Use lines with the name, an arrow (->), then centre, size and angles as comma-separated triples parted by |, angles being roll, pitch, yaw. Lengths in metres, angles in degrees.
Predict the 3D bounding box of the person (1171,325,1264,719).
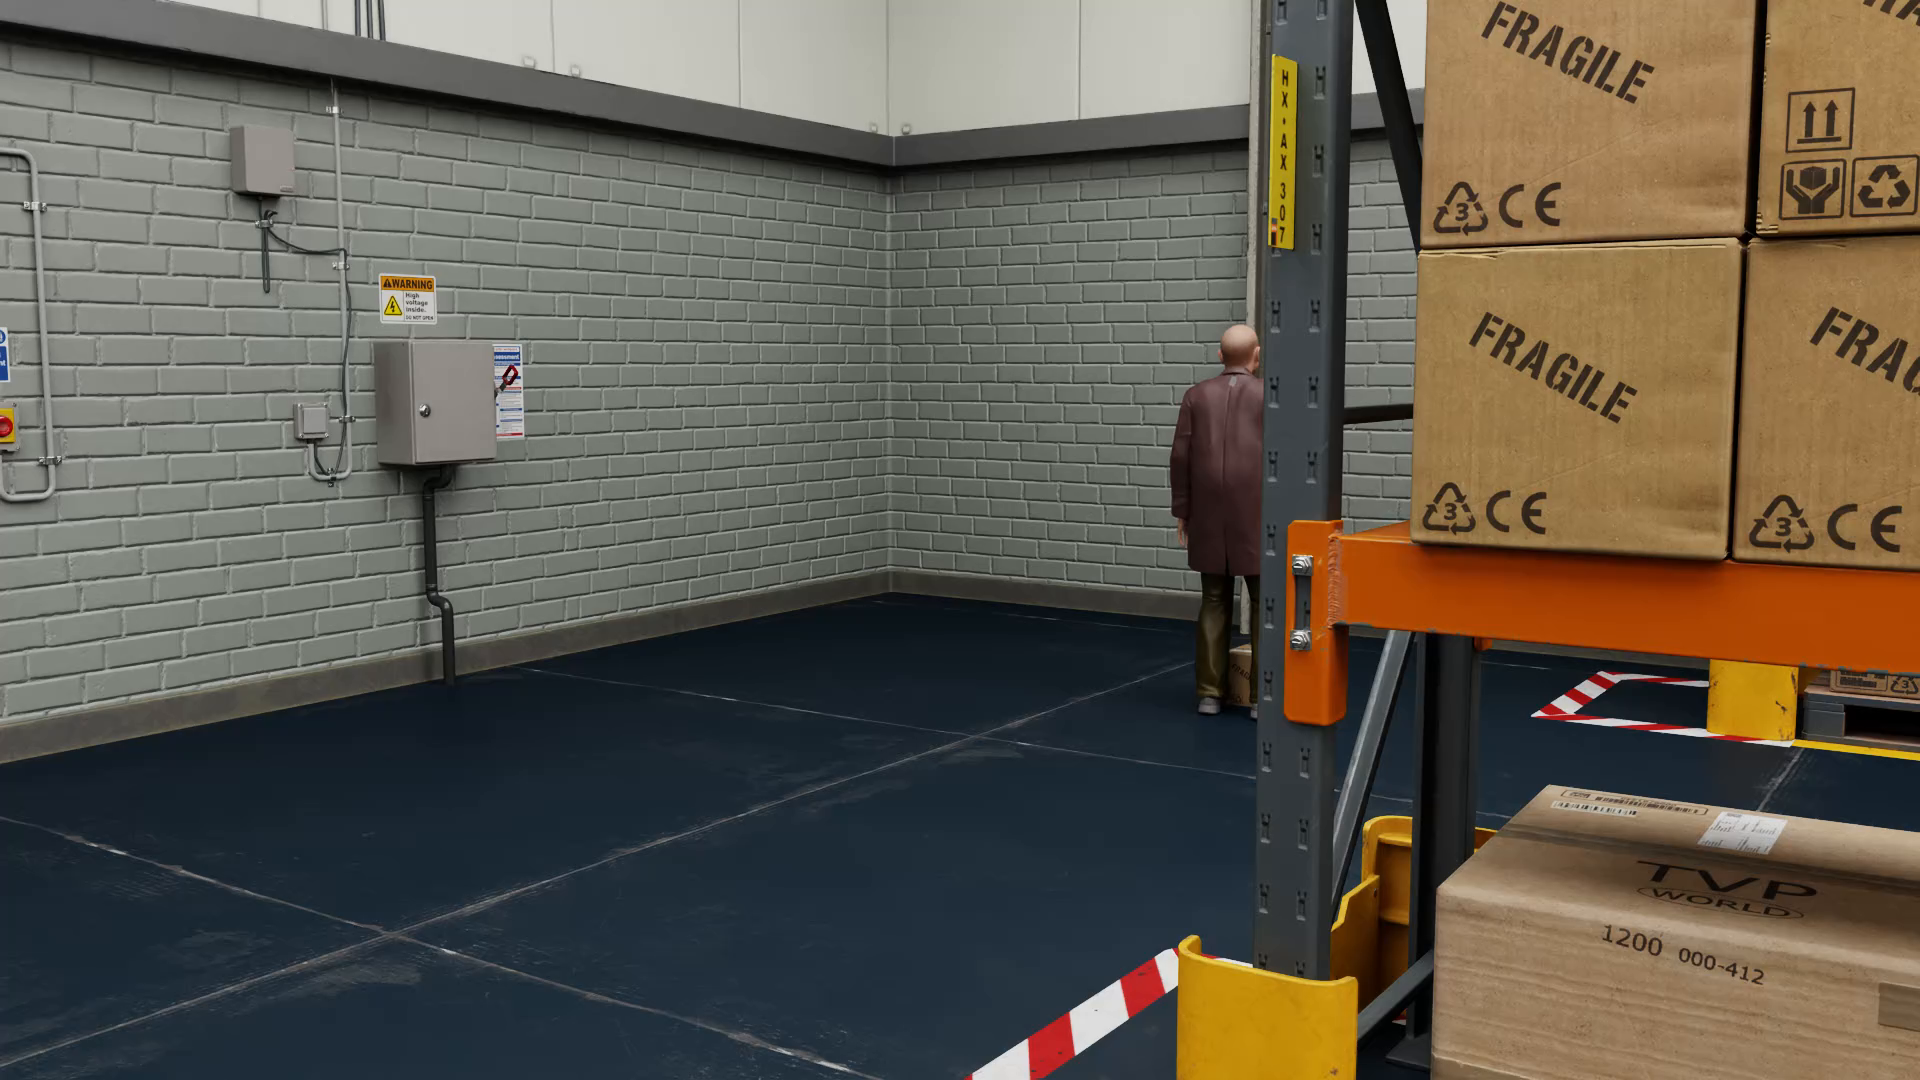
person -> 1.271, -0.034, 7.594 | 0.656, 1.663, 0.417 | 4, 7, 31
